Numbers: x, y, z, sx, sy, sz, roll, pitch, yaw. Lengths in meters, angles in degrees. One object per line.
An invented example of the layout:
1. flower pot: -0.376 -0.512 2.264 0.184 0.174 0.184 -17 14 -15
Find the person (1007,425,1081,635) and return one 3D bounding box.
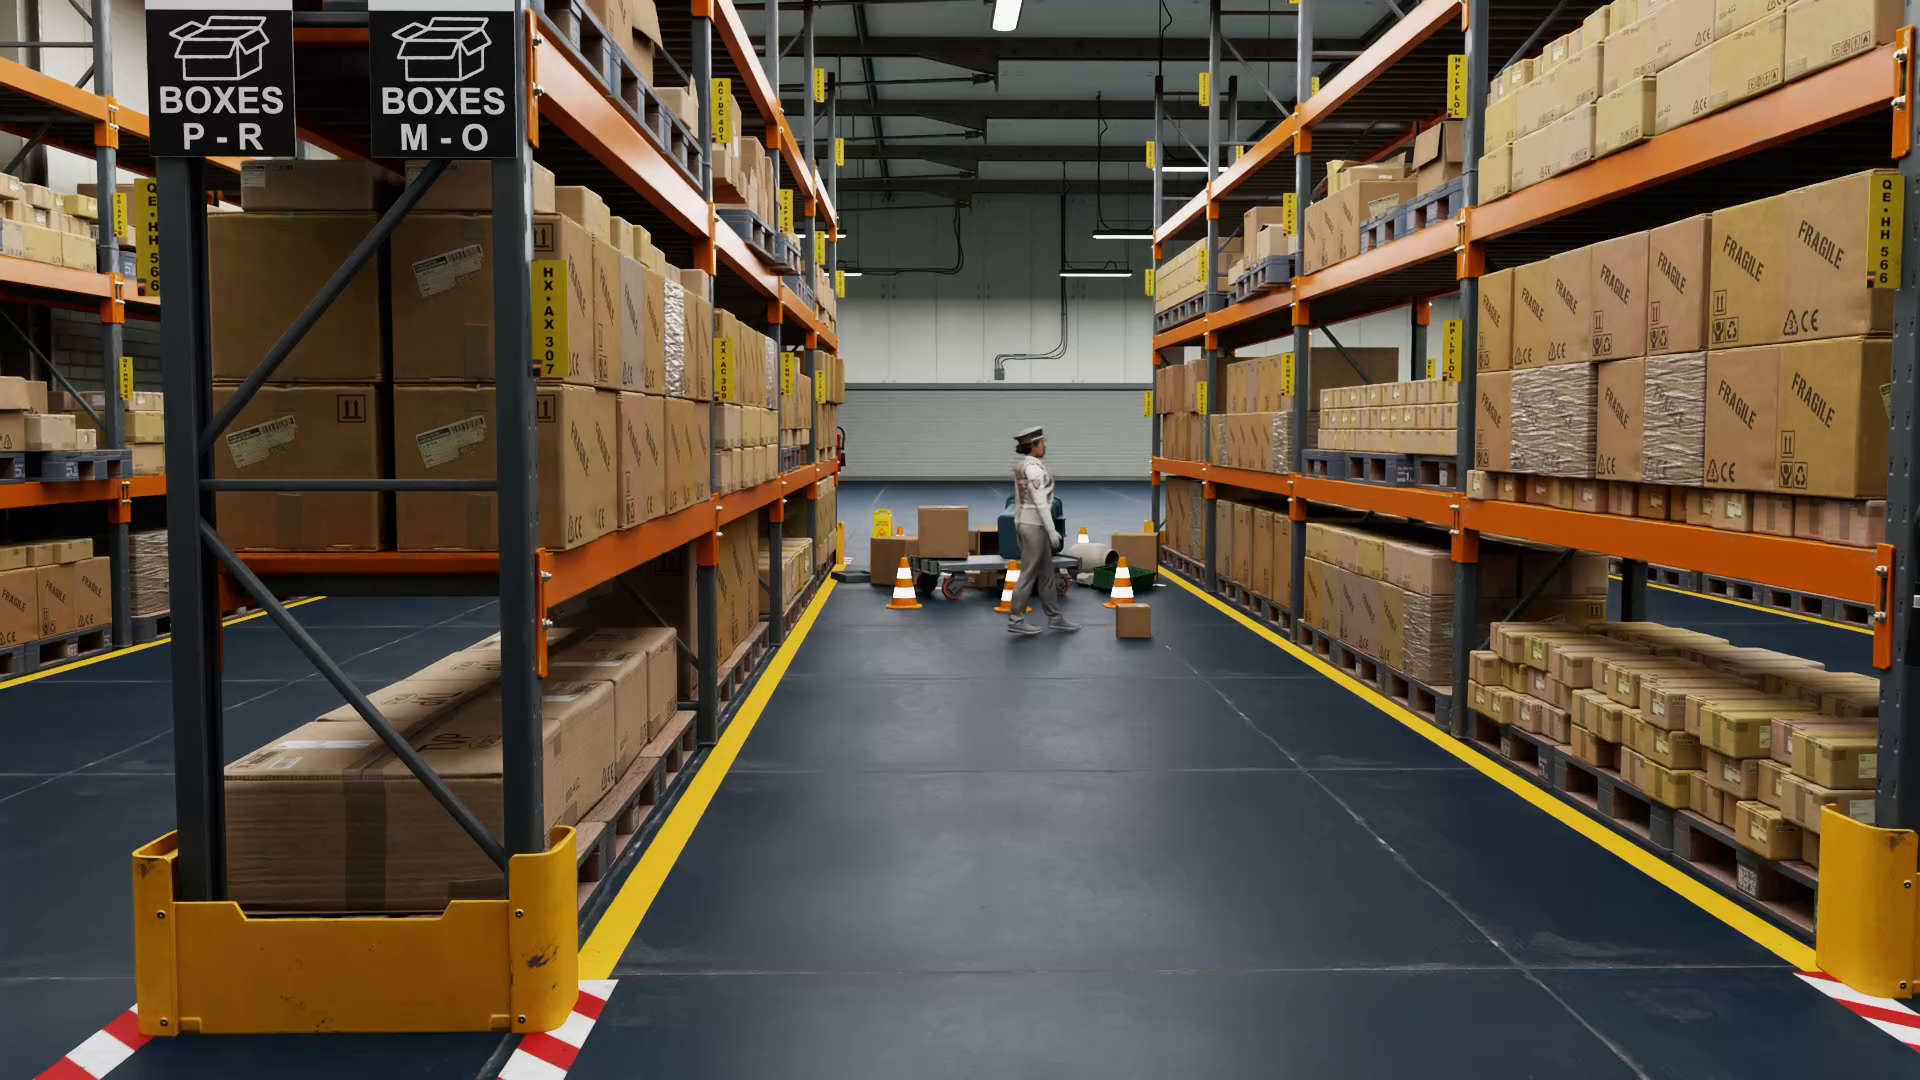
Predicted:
1. person: 0.694 -0.083 13.374 0.642 1.682 0.503 -1 4 -8
